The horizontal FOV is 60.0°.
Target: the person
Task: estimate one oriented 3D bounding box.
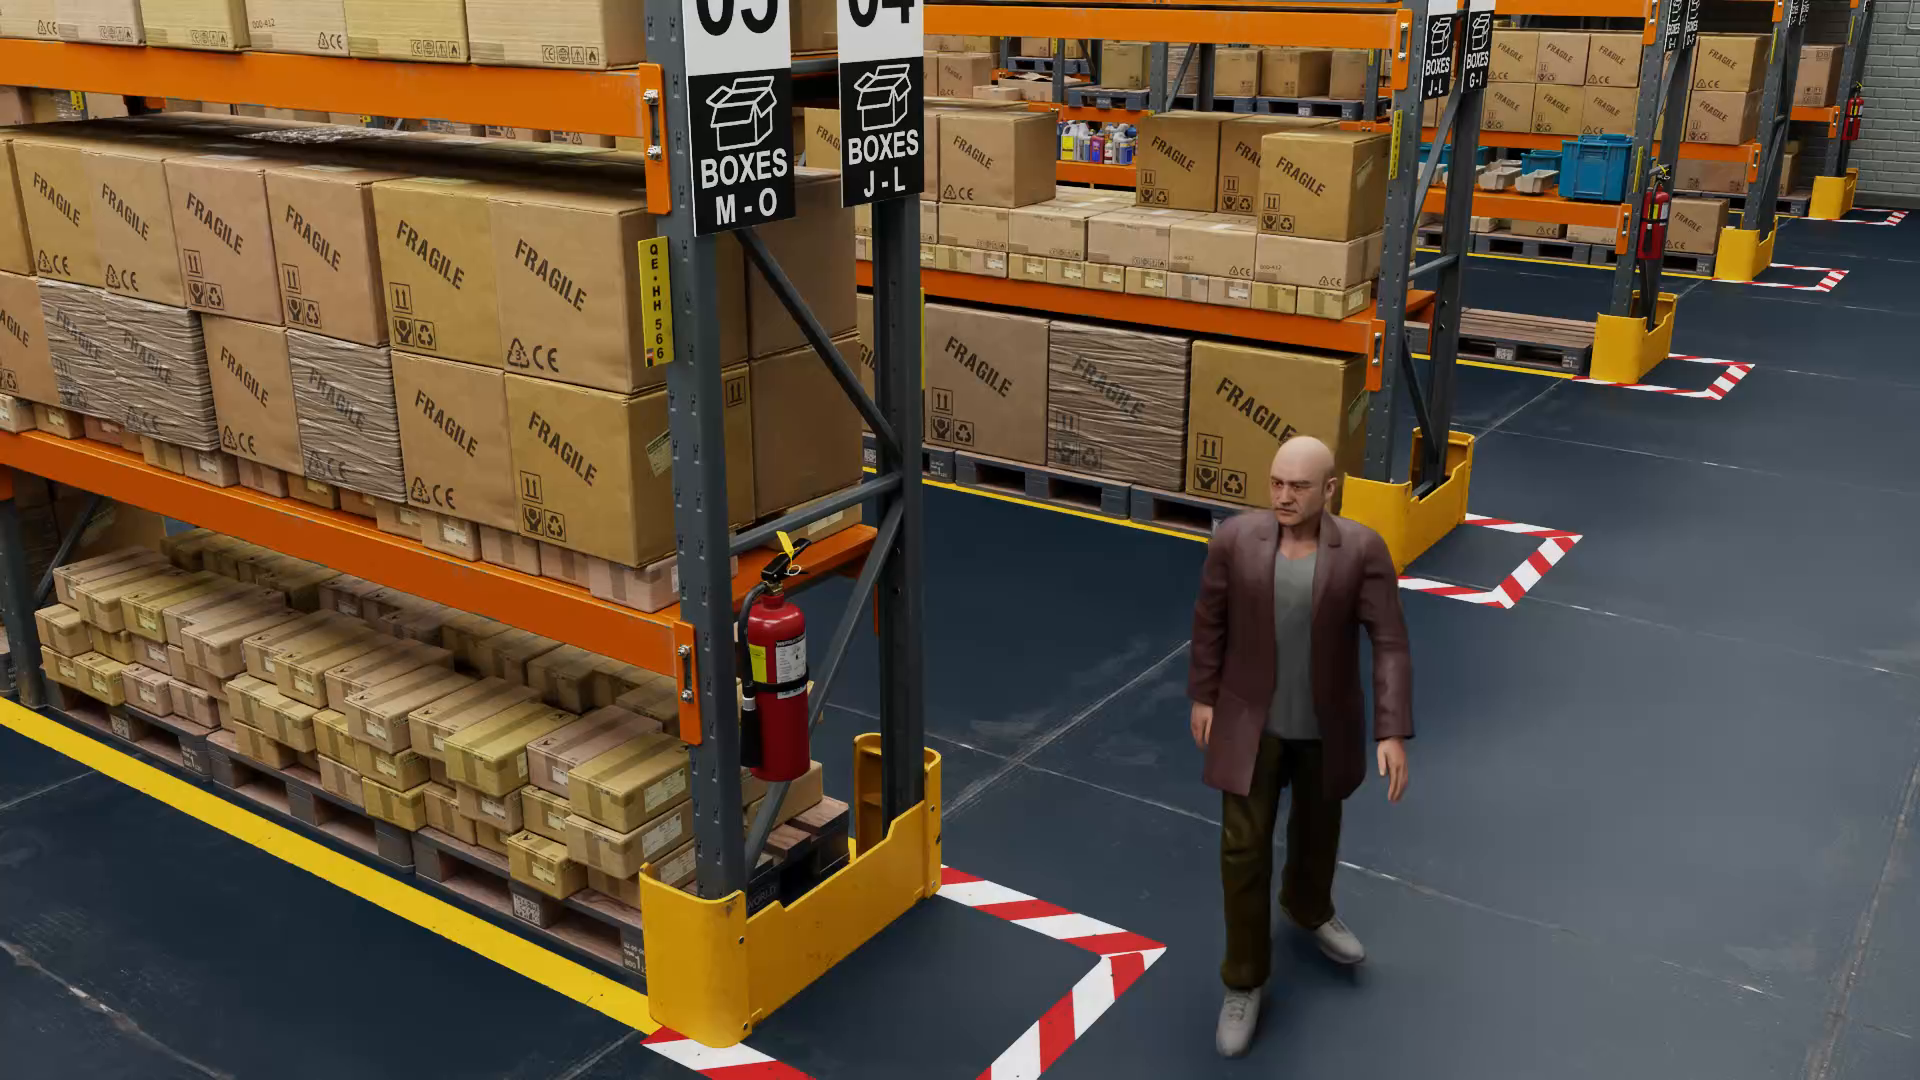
[{"bbox_3d":[0.998,0.572,4.957,0.642,1.794,0.788,2,20,6],"label":"person"}]
